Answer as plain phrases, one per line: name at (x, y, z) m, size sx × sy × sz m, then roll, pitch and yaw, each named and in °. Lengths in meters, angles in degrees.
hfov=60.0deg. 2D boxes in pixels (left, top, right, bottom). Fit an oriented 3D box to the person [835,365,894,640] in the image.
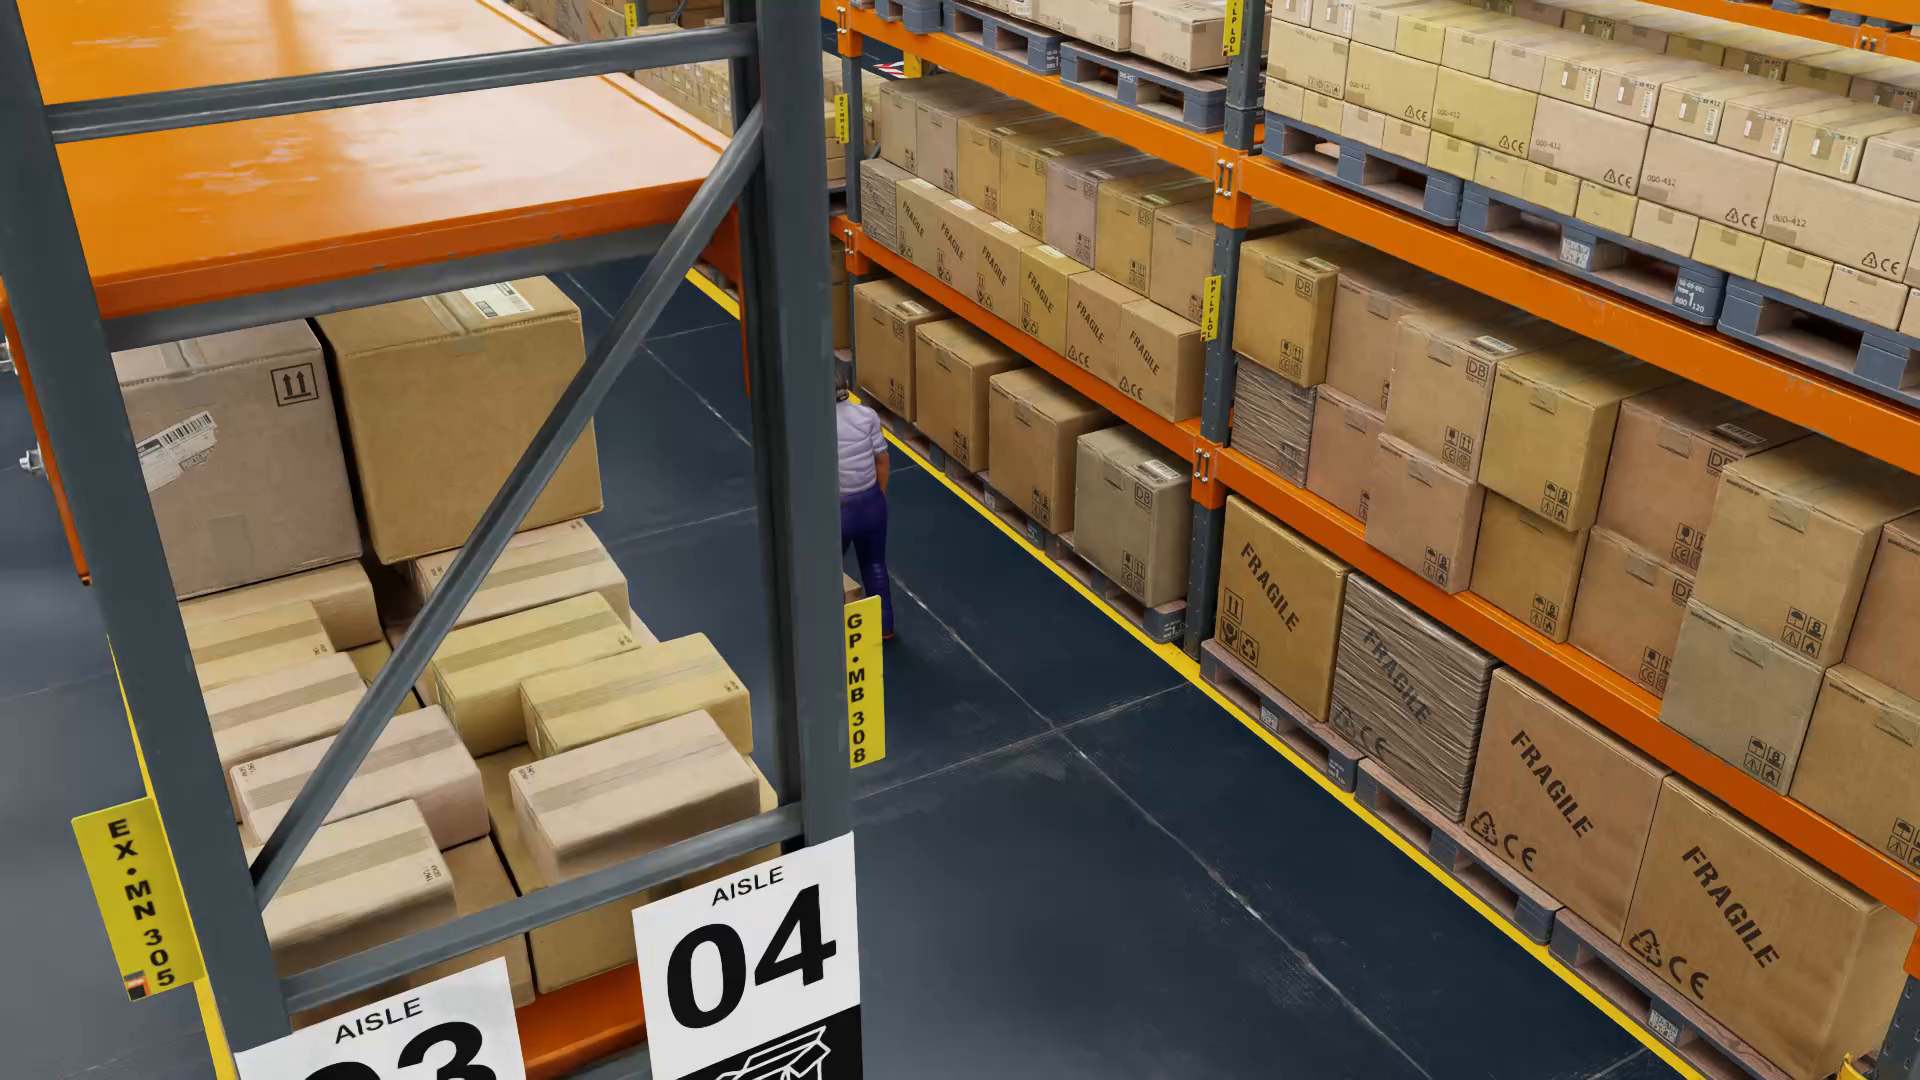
person at (-0.597, -0.158, 8.846) m, size 0.564 × 1.651 × 0.370 m, roll -18°, pitch 34°, yaw -29°
